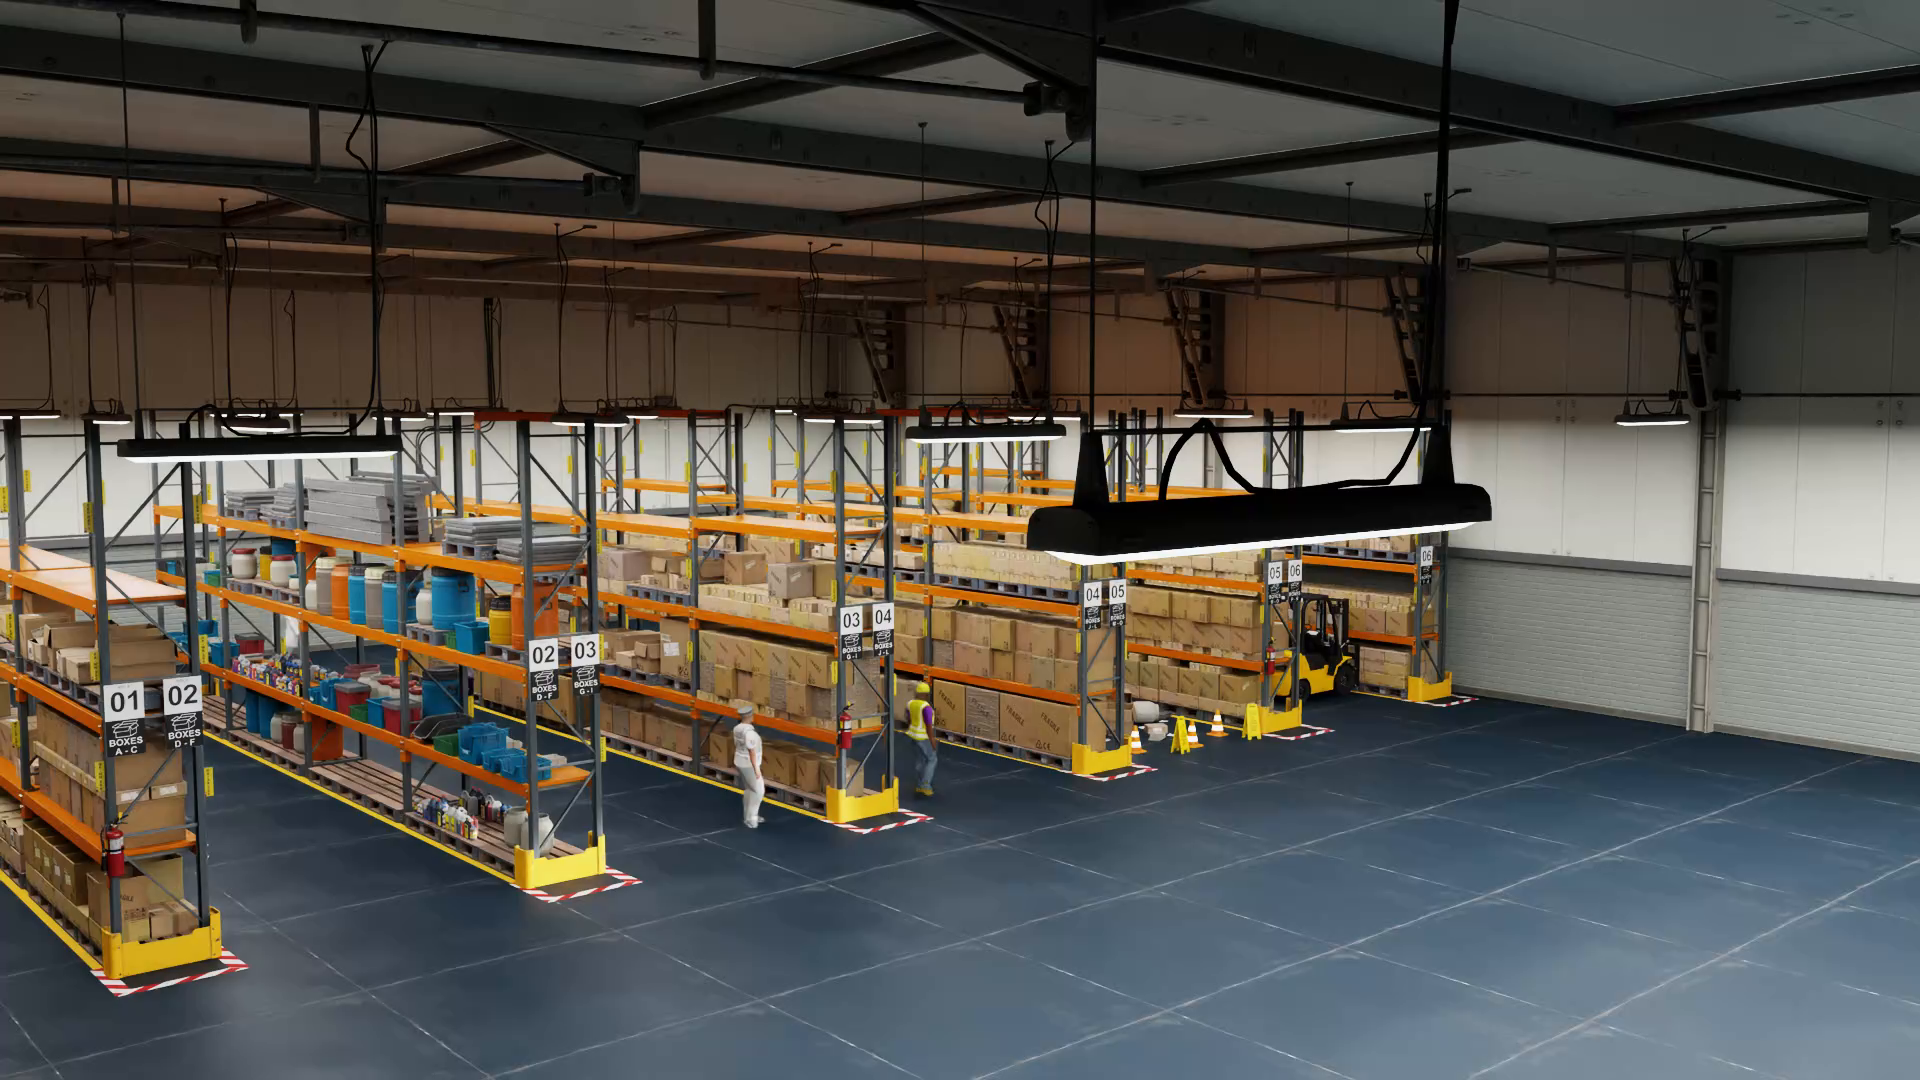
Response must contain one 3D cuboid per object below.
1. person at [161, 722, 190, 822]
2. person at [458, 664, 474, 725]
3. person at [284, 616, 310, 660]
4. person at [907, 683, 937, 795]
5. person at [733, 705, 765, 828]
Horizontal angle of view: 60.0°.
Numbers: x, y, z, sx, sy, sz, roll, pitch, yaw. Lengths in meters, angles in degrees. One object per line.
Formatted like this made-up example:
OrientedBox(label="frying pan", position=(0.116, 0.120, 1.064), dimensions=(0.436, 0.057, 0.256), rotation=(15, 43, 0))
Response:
OrientedBox(label="person", position=(-11.576, 3.293, 24.415), dimensions=(0.416, 1.796, 0.627), rotation=(-1, 5, -13))
OrientedBox(label="person", position=(-9.373, 2.765, 31.546), dimensions=(0.370, 1.681, 0.565), rotation=(0, 5, 1))
OrientedBox(label="person", position=(-15.158, 2.159, 37.751), dimensions=(1.075, 1.731, 0.610), rotation=(-2, 5, -22))
OrientedBox(label="person", position=(-0.601, 3.169, 26.449), dimensions=(0.398, 1.816, 0.628), rotation=(-3, 6, -32))
OrientedBox(label="person", position=(-3.092, 3.360, 24.501), dimensions=(0.443, 1.854, 0.608), rotation=(-2, 5, -22))
